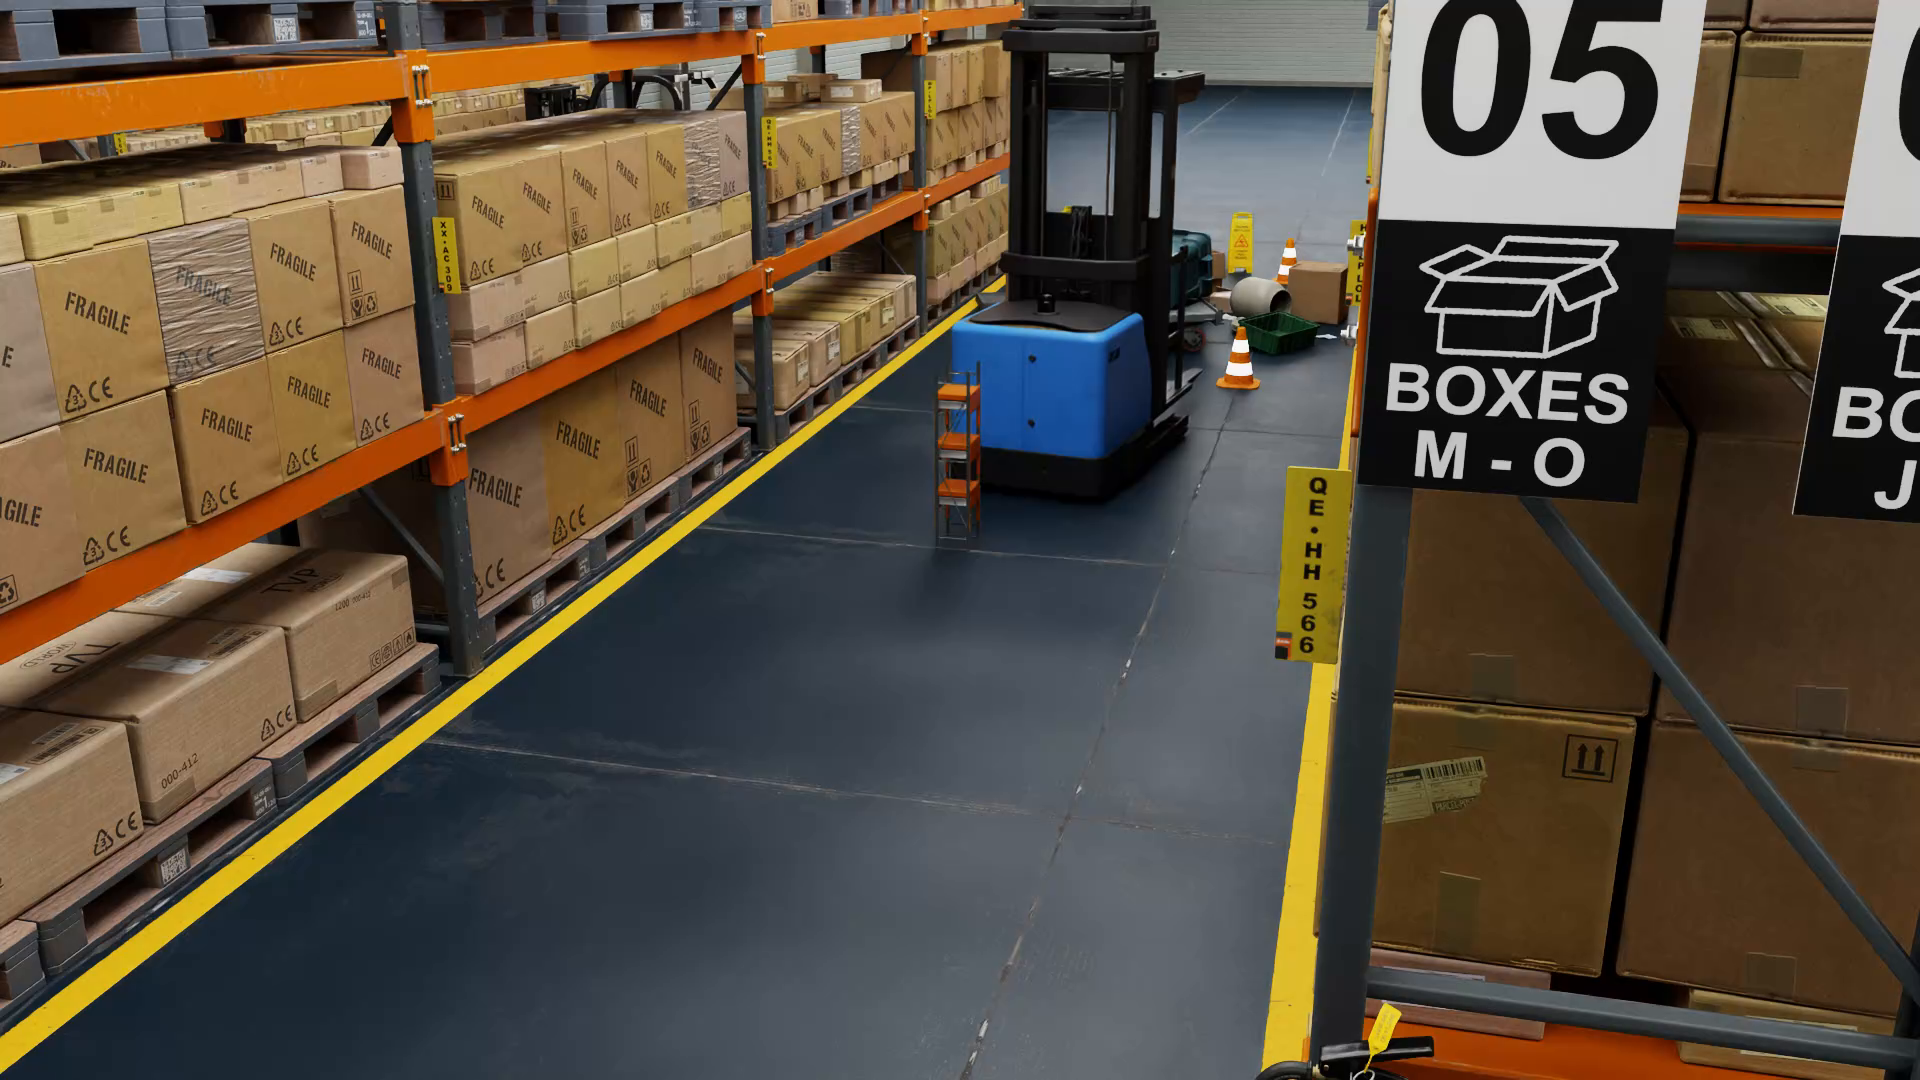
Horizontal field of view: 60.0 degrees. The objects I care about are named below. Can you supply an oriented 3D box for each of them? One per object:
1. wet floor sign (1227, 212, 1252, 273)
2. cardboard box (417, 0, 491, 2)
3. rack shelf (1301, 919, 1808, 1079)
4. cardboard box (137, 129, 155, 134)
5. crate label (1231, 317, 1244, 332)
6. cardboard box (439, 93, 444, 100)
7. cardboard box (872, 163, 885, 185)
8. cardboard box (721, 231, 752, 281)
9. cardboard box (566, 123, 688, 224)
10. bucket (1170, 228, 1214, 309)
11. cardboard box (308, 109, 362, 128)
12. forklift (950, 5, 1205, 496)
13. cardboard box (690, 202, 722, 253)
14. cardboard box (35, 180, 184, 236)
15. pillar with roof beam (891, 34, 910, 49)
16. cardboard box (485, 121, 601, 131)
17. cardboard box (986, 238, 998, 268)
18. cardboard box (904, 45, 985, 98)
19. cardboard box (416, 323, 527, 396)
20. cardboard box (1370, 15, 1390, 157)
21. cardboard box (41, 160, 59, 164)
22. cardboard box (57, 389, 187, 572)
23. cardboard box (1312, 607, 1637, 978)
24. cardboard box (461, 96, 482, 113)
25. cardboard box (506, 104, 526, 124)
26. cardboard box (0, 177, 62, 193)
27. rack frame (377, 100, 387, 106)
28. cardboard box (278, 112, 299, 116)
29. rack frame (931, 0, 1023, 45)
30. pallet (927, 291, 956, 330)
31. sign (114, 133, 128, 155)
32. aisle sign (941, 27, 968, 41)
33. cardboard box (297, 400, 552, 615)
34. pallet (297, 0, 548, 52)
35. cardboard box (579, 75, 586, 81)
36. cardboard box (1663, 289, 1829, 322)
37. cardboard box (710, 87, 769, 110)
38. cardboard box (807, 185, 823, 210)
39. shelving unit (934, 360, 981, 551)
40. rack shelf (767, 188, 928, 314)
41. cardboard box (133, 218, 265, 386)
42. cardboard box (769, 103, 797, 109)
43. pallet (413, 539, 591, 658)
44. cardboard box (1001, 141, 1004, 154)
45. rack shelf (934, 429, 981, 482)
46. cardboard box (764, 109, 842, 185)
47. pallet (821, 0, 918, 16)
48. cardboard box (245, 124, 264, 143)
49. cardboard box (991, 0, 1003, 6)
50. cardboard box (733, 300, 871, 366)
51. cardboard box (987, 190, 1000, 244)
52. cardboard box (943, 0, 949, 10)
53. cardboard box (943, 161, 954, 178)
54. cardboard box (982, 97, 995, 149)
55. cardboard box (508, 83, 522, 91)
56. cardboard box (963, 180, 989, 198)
[{"bbox_3d":[3.090,-3.276,18.280,0.267,0.644,0.232,1,19,4],"label":"wet floor sign"},{"bbox_3d":[-2.292,-2.506,7.302,0.396,0.266,0.258,4,19,13],"label":"cardboard box"},{"bbox_3d":[1.582,0.504,4.684,1.077,0.370,4.000,5,19,13],"label":"rack shelf"},{"bbox_3d":[-6.637,-3.189,13.225,0.380,0.149,0.250,4,19,12],"label":"cardboard box"},{"bbox_3d":[2.635,-1.952,15.191,0.298,0.136,0.250,-9,21,-24],"label":"crate label"},{"bbox_3d":[-5.289,-4.383,16.260,0.380,0.149,0.250,5,19,14],"label":"cardboard box"},{"bbox_3d":[-0.826,-2.982,13.515,0.380,0.149,0.250,5,19,14],"label":"cardboard box"},{"bbox_3d":[-1.648,-1.826,10.626,0.500,0.250,0.500,4,19,11],"label":"cardboard box"},{"bbox_3d":[-1.894,-2.097,9.486,0.500,0.500,0.500,5,19,13],"label":"cardboard box"},{"bbox_3d":[1.823,-2.366,14.686,0.726,0.611,0.620,12,32,32],"label":"bucket"},{"bbox_3d":[-5.638,-3.796,15.001,0.380,0.149,0.250,5,19,13],"label":"cardboard box"},{"bbox_3d":[0.975,-2.093,11.282,1.130,2.935,3.031,8,20,22],"label":"forklift"},{"bbox_3d":[-1.770,-1.909,10.094,0.500,0.250,0.500,4,19,12],"label":"cardboard box"},{"bbox_3d":[-2.894,-1.133,5.658,0.380,0.149,0.250,4,19,12],"label":"cardboard box"},{"bbox_3d":[2.892,-12.968,33.733,9.100,9.000,0.400,5,19,13],"label":"pillar with roof beam"},{"bbox_3d":[-2.387,-2.144,9.623,0.500,0.500,0.500,5,20,15],"label":"cardboard box"},{"bbox_3d":[0.107,-3.045,17.566,0.500,0.250,0.500,5,19,14],"label":"cardboard box"},{"bbox_3d":[-0.147,-4.596,16.341,0.700,0.500,0.500,5,19,13],"label":"cardboard box"},{"bbox_3d":[-2.390,-0.869,7.822,0.500,0.250,0.500,4,19,12],"label":"cardboard box"},{"bbox_3d":[1.066,-0.882,3.220,0.500,0.250,0.500,5,19,13],"label":"cardboard box"},{"bbox_3d":[-6.750,-2.795,12.689,0.500,0.250,0.500,5,20,15],"label":"cardboard box"},{"bbox_3d":[-2.991,-0.221,5.539,0.500,0.500,0.500,5,20,15],"label":"cardboard box"},{"bbox_3d":[0.954,0.441,3.140,0.500,0.500,0.500,5,20,14],"label":"cardboard box"},{"bbox_3d":[-5.050,-4.391,16.744,0.380,0.149,0.250,5,20,15],"label":"cardboard box"},{"bbox_3d":[-4.875,-4.366,17.674,0.500,0.500,0.500,5,19,14],"label":"cardboard box"},{"bbox_3d":[-3.346,-1.167,5.759,0.380,0.149,0.250,5,19,13],"label":"cardboard box"},{"bbox_3d":[-5.613,-3.721,15.940,1.000,3.000,0.127,5,19,13],"label":"rack frame"},{"bbox_3d":[-6.128,-3.742,14.844,0.380,0.149,0.250,4,19,13],"label":"cardboard box"},{"bbox_3d":[0.178,-4.584,18.467,1.000,3.000,0.127,5,19,13],"label":"rack frame"},{"bbox_3d":[-0.669,-2.224,15.871,1.003,0.211,1.213,5,19,13],"label":"pallet"},{"bbox_3d":[-6.062,-2.938,11.979,0.100,0.325,0.005,5,19,13],"label":"sign"},{"bbox_3d":[-0.107,-5.858,18.175,0.394,0.787,0.004,5,19,13],"label":"aisle sign"},{"bbox_3d":[-2.680,-0.216,8.318,0.875,0.875,0.875,5,20,15],"label":"cardboard box"},{"bbox_3d":[-2.578,-2.443,7.854,0.805,0.209,1.217,4,19,11],"label":"pallet"},{"bbox_3d":[-4.519,-5.341,19.064,0.380,0.149,0.250,5,19,14],"label":"cardboard box"},{"bbox_3d":[1.726,-0.310,3.794,0.500,0.500,0.500,4,19,12],"label":"cardboard box"},{"bbox_3d":[-1.650,-3.305,12.455,0.380,0.149,0.250,4,19,11],"label":"cardboard box"},{"bbox_3d":[-1.216,-2.496,12.093,0.380,0.149,0.250,5,19,14],"label":"cardboard box"},{"bbox_3d":[-0.013,-0.480,9.469,0.215,1.050,0.252,5,19,13],"label":"shelving unit"},{"bbox_3d":[-1.288,-2.363,13.077,1.077,0.370,4.000,5,19,13],"label":"rack shelf"},{"bbox_3d":[-2.849,-0.855,5.847,0.500,0.500,0.500,5,19,14],"label":"cardboard box"},{"bbox_3d":[-1.563,-3.120,12.916,0.500,0.500,0.500,4,19,11],"label":"cardboard box"},{"bbox_3d":[-2.638,0.249,8.631,1.003,0.211,1.213,5,19,13],"label":"pallet"},{"bbox_3d":[0.256,-4.164,17.626,0.380,0.149,0.250,4,19,12],"label":"cardboard box"},{"bbox_3d":[-0.013,-0.470,9.472,0.215,0.259,0.240,5,19,13],"label":"rack shelf"},{"bbox_3d":[-1.198,-2.917,12.321,0.500,0.500,0.500,5,19,14],"label":"cardboard box"},{"bbox_3d":[-1.053,-4.475,13.800,1.213,0.211,1.003,5,19,13],"label":"pallet"},{"bbox_3d":[-5.922,-3.303,13.560,0.380,0.149,0.250,5,20,15],"label":"cardboard box"},{"bbox_3d":[0.235,-5.589,17.158,0.380,0.149,0.250,5,20,15],"label":"cardboard box"},{"bbox_3d":[-1.266,-1.677,13.372,0.950,0.372,0.625,5,20,15],"label":"cardboard box"},{"bbox_3d":[0.111,-3.401,17.447,0.500,0.500,0.500,5,20,15],"label":"cardboard box"},{"bbox_3d":[-0.314,-4.948,15.282,0.380,0.149,0.250,5,20,15],"label":"cardboard box"},{"bbox_3d":[-0.270,-3.528,15.765,0.380,0.149,0.250,5,20,15],"label":"cardboard box"},{"bbox_3d":[0.060,-4.267,16.924,0.500,0.500,0.500,5,19,13],"label":"cardboard box"},{"bbox_3d":[-4.888,-4.859,17.655,0.380,0.149,0.250,5,19,14],"label":"cardboard box"},{"bbox_3d":[0.080,-3.590,16.998,0.380,0.149,0.250,6,20,16],"label":"cardboard box"}]
